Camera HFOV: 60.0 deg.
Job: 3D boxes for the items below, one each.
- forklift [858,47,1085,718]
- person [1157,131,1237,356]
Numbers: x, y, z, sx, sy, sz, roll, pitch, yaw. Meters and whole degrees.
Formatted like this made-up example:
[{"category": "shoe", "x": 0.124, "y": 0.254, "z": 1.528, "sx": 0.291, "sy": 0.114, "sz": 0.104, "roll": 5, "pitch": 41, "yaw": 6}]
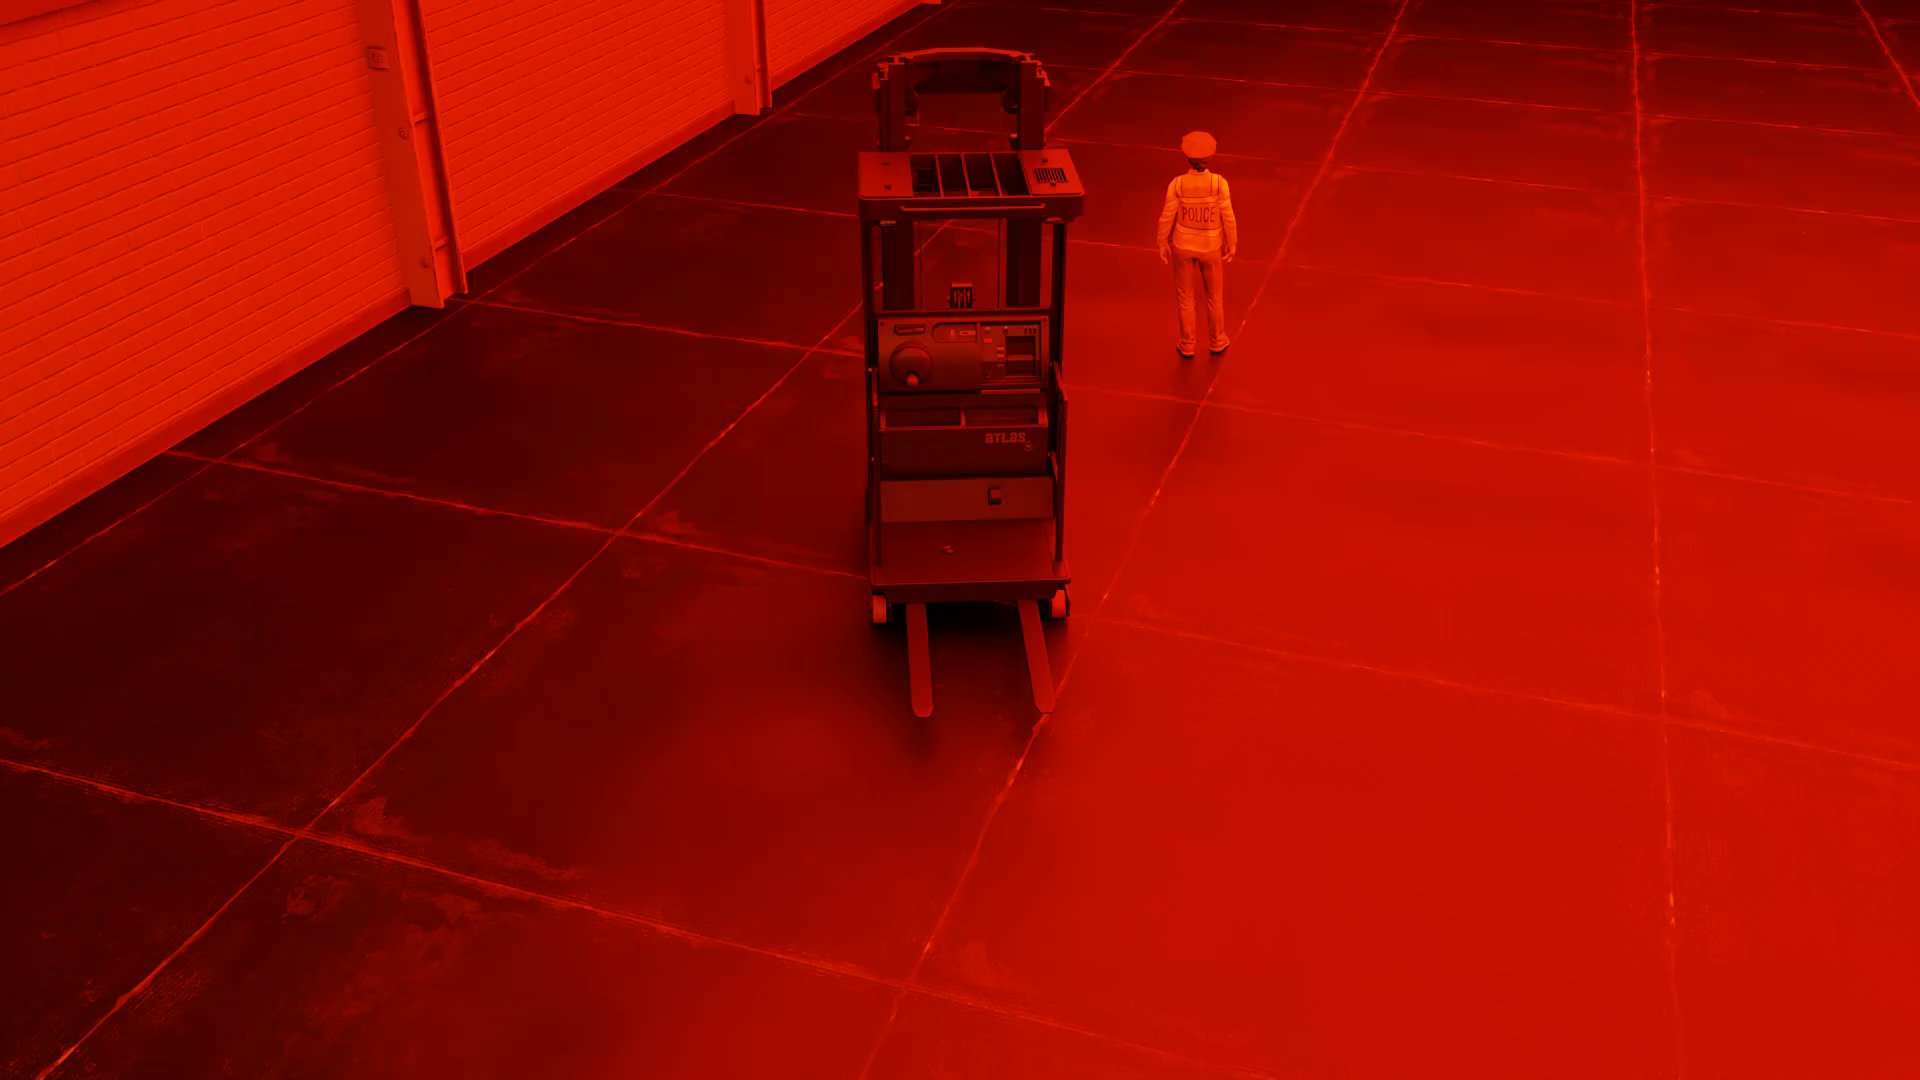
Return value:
[{"category": "forklift", "x": 0.035, "y": -0.972, "z": 8.842, "sx": 1.130, "sy": 2.935, "sz": 3.031, "roll": -2, "pitch": 30, "yaw": -3}, {"category": "person", "x": 1.738, "y": -2.167, "z": 12.171, "sx": 0.587, "sy": 1.694, "sz": 0.531, "roll": 5, "pitch": 30, "yaw": 9}]
